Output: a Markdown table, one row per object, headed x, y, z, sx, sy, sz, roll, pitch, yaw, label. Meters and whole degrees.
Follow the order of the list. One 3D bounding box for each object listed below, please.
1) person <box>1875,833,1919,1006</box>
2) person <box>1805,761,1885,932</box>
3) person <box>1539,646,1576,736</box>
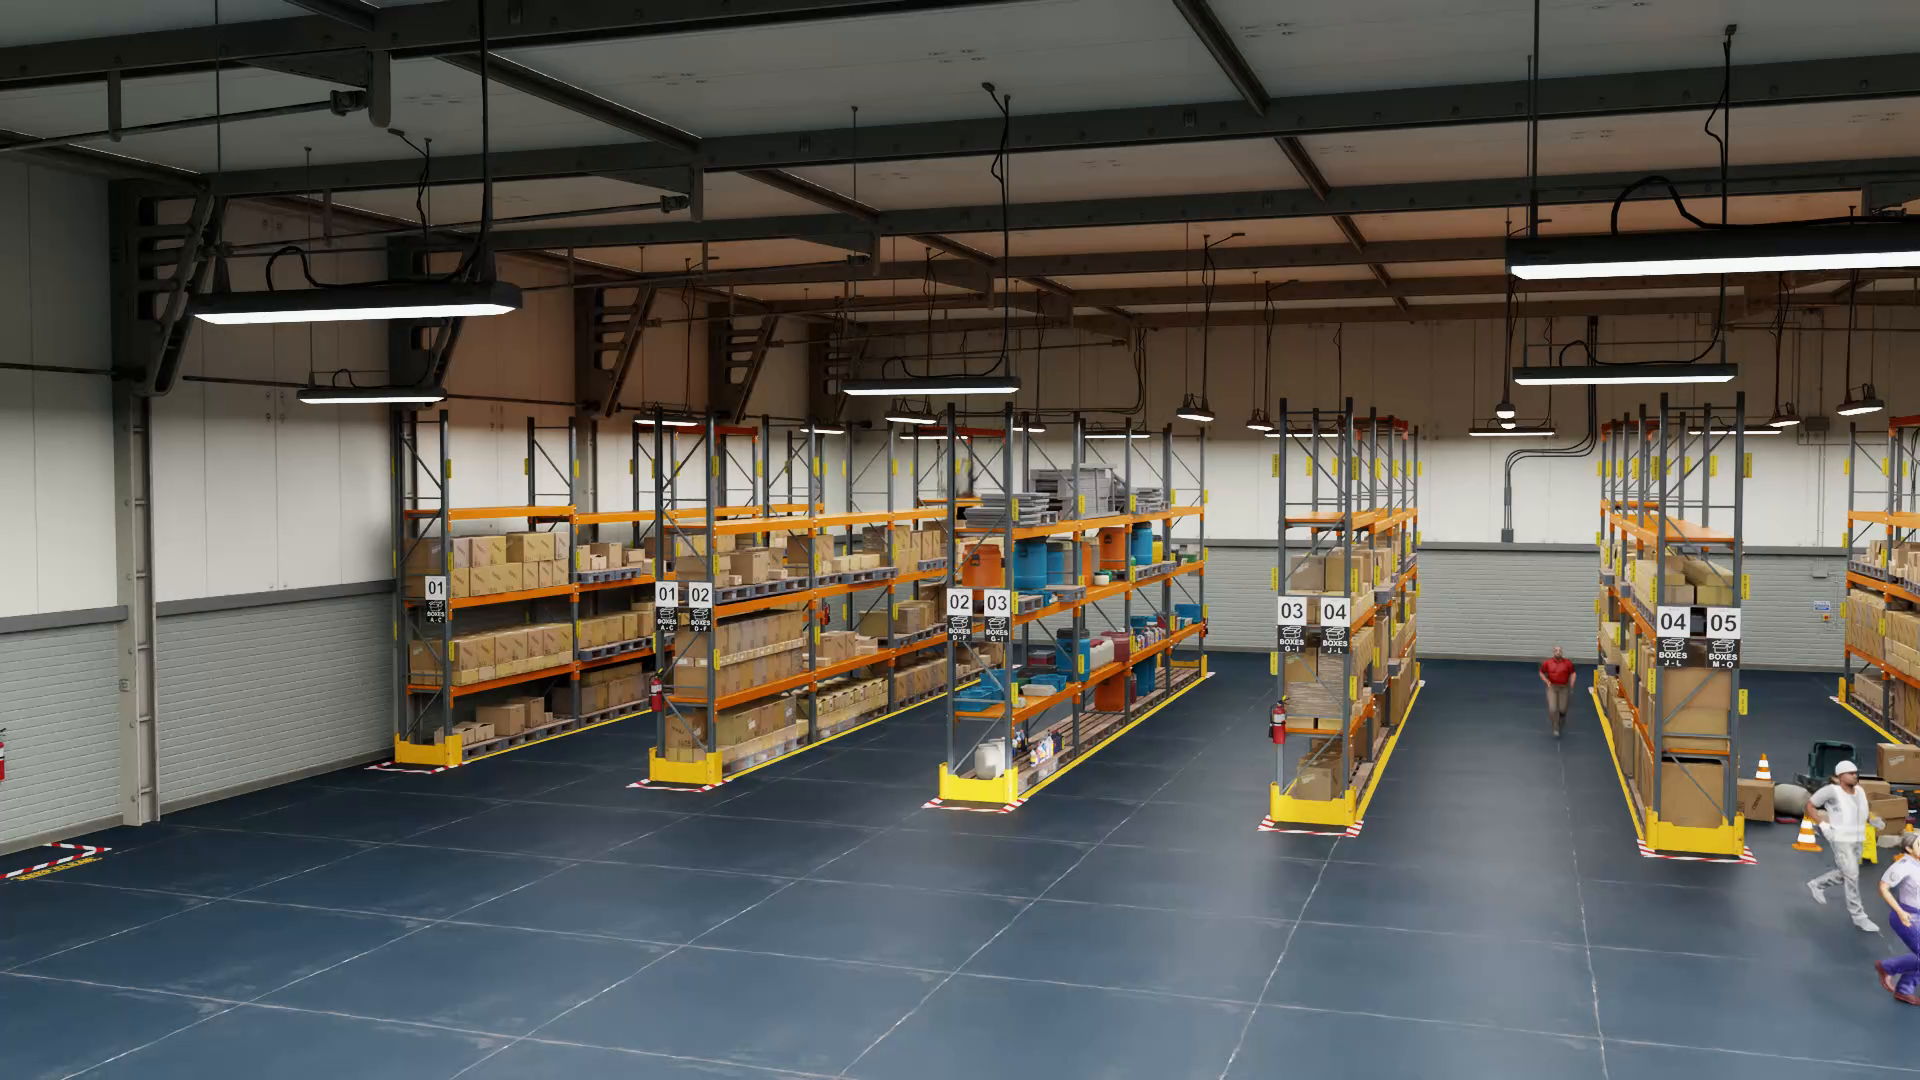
| x | y | z | sx | sy | sz | roll | pitch | yaw | label |
| --- | --- | --- | --- | --- | --- | --- | --- | --- | --- |
| 8.900 | 3.540 | 15.515 | 0.611 | 1.603 | 0.546 | -2 | 3 | -38 | person |
| 9.740 | 3.320 | 18.325 | 0.683 | 1.788 | 0.979 | -1 | 3 | -22 | person |
| 11.243 | 2.830 | 31.295 | 0.665 | 1.689 | 0.604 | 1 | 3 | 17 | person |
